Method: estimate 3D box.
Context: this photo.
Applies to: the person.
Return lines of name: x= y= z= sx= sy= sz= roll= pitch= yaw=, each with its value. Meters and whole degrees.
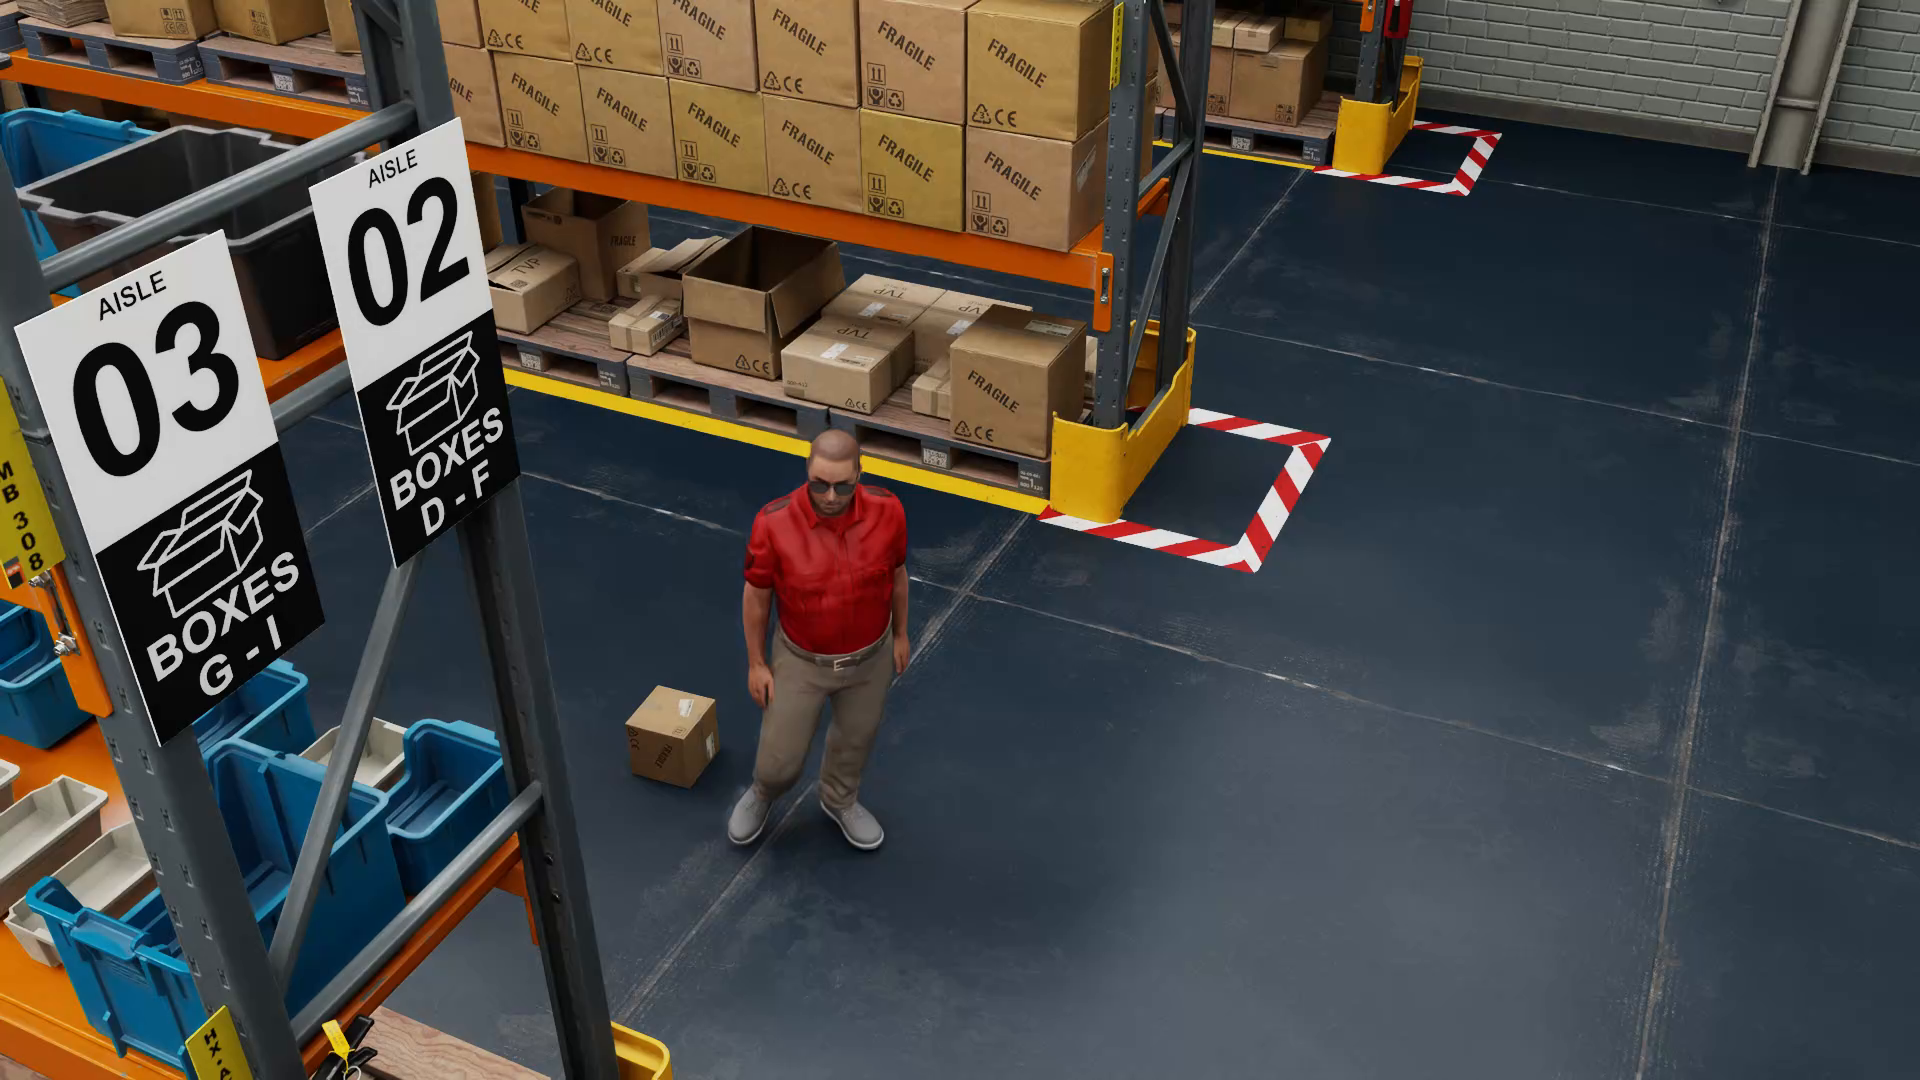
person: x=-0.491 y=0.364 z=5.582 sx=0.676 sy=1.716 sz=0.503 roll=-12 pitch=35 yaw=-17
